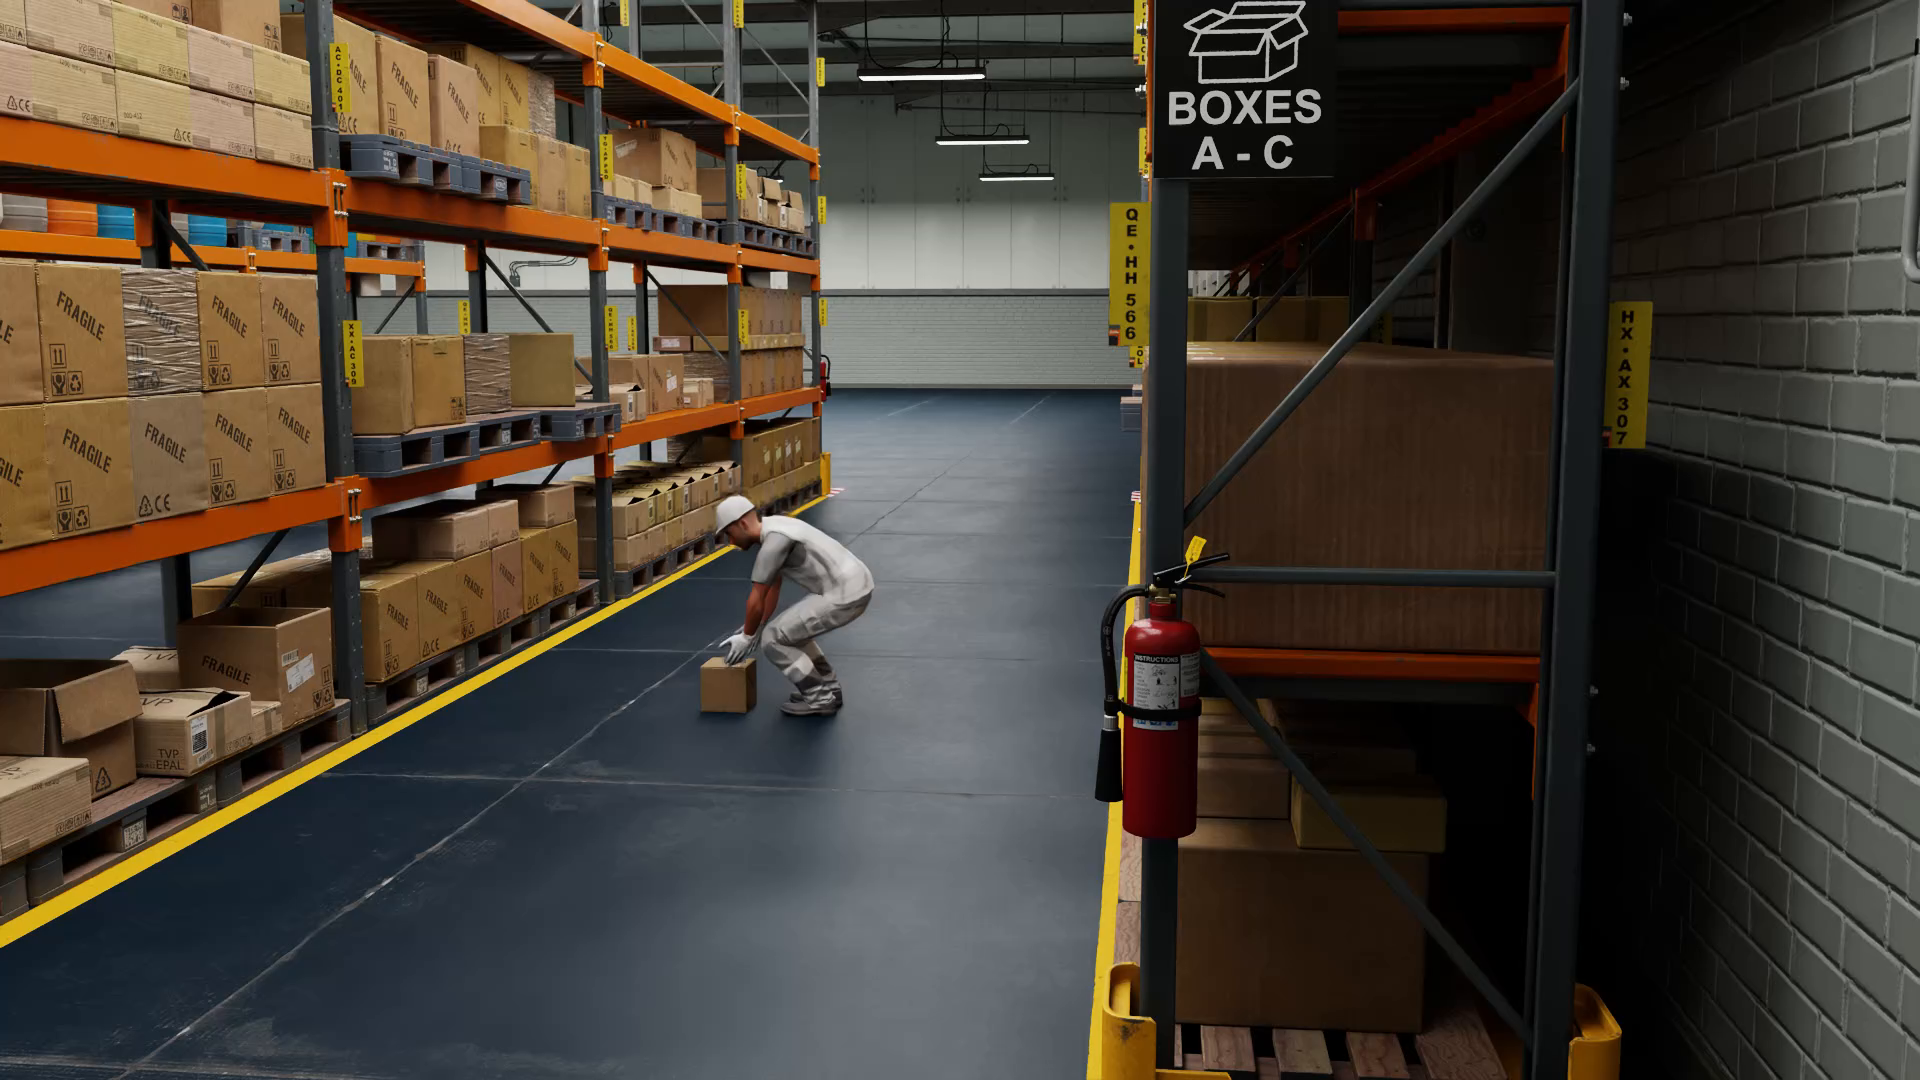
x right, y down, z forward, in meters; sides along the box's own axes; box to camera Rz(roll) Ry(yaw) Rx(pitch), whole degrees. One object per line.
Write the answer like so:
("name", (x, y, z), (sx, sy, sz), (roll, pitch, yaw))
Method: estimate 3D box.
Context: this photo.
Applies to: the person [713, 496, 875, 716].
("person", (-0.892, 0.346, 8.936), (0.852, 1.172, 0.584), (1, 8, 6))
